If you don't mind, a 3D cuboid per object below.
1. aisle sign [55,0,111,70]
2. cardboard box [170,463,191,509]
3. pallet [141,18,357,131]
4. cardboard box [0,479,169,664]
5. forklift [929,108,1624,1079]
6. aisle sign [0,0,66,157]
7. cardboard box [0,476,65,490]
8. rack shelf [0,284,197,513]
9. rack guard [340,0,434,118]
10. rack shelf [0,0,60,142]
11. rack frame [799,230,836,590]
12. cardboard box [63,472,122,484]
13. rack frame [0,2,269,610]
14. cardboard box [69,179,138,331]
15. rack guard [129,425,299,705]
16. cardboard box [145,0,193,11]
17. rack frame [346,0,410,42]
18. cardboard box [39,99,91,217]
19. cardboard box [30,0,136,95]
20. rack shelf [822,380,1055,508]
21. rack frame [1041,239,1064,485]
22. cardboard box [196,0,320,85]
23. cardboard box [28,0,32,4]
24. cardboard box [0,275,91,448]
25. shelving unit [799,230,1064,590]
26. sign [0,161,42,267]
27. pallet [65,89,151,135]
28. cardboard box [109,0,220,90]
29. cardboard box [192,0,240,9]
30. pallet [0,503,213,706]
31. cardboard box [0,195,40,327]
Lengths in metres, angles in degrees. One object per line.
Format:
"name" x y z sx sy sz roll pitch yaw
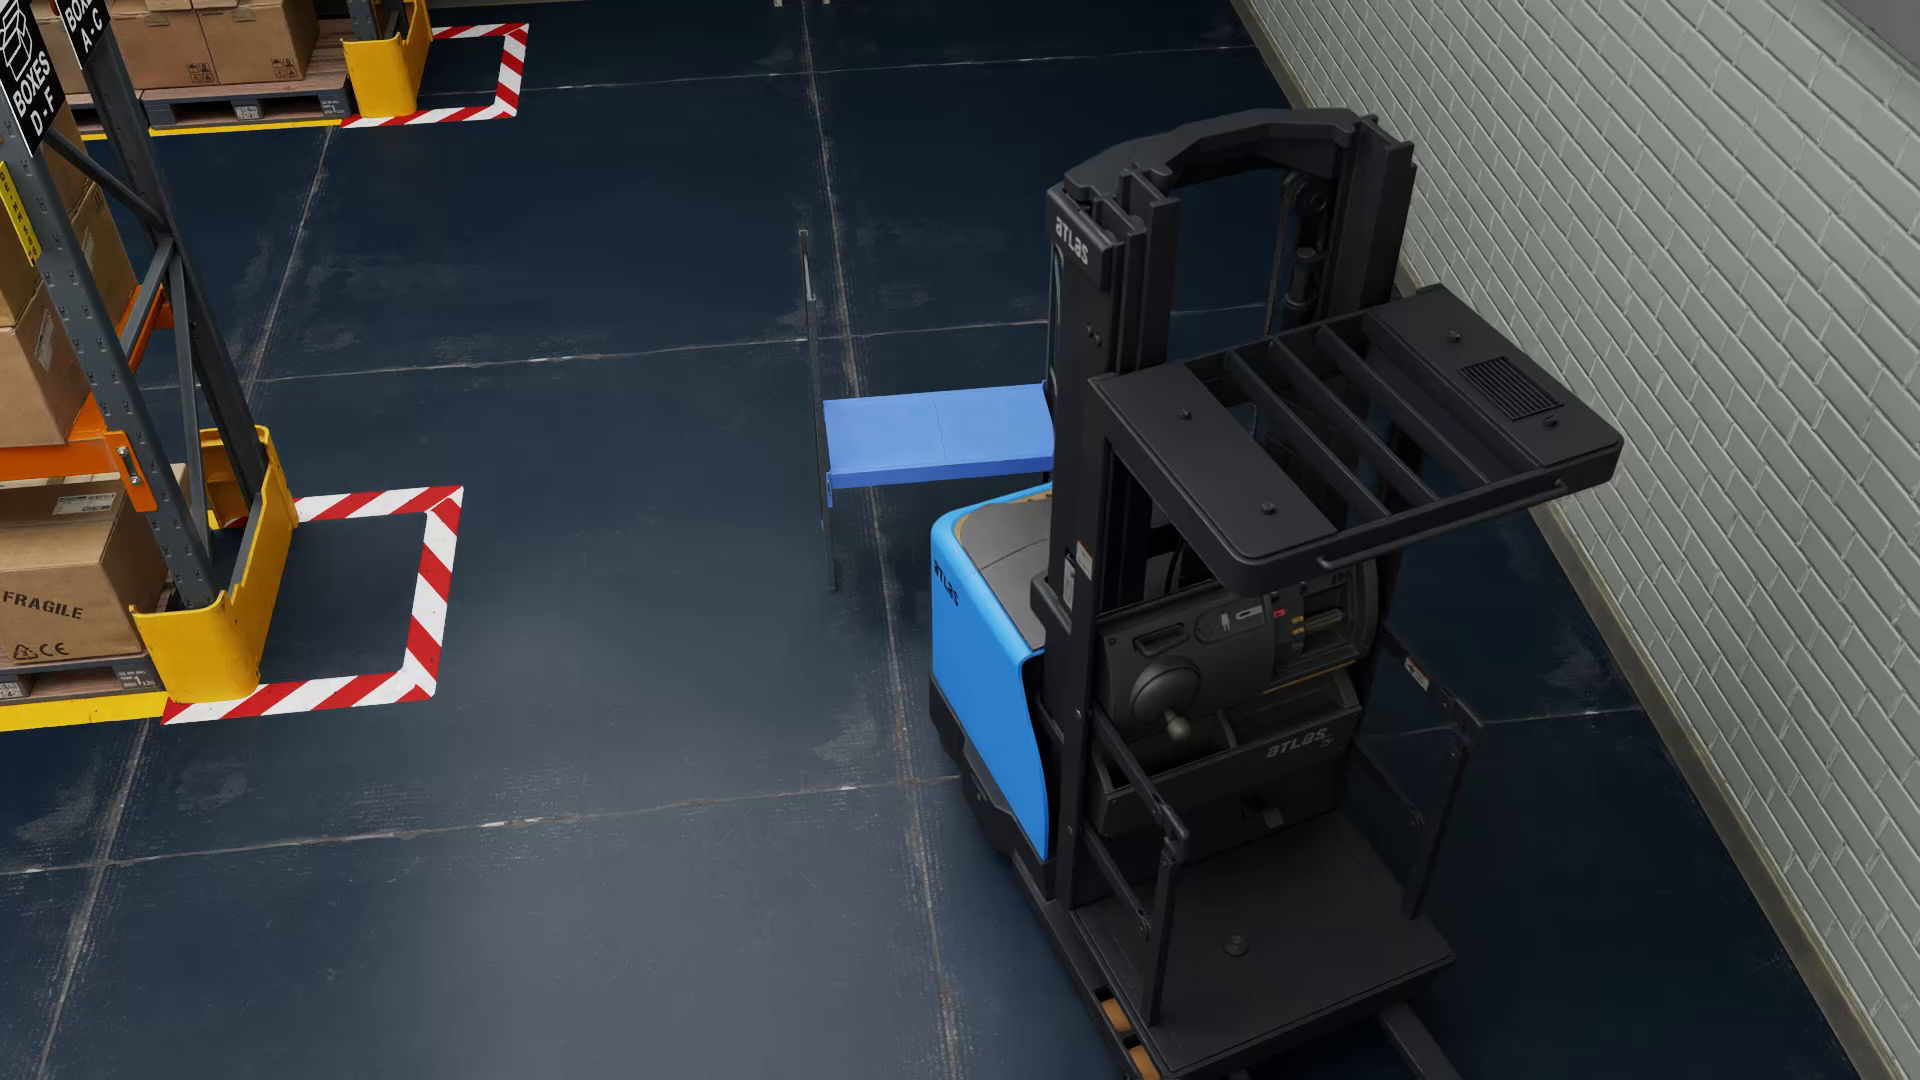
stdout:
"aisle sign" -3.006 -2.019 5.523 0.004 0.787 0.394 -5 42 -6
"cardboard box" -3.495 -0.150 7.192 0.250 0.149 0.380 -5 42 -6
"pallet" -4.464 -2.986 10.618 1.213 0.211 1.003 -5 42 -6
"cardboard box" -3.543 0.123 6.628 0.500 0.500 0.500 -5 42 -6
"forklift" 0.939 0.395 4.839 1.130 2.935 3.031 -17 45 -18
"aisle sign" -2.928 -1.621 5.082 0.004 0.787 0.394 -5 42 -6
"cardboard box" -4.107 -0.093 7.053 0.500 0.250 0.500 -5 42 -6
"rack shelf" -5.019 -0.412 6.220 4.000 0.370 1.077 -5 42 -6
"rack guard" -3.658 -3.217 10.658 0.348 0.500 1.175 -5 42 -6
"rack shelf" -5.019 -1.526 5.215 4.000 0.370 1.077 -5 42 -6
"rack frame" -0.589 -0.505 6.906 0.032 1.500 0.500 -5 42 -6
"cardboard box" -3.743 -0.135 7.162 0.250 0.166 0.380 -5 42 -6
"rack frame" -3.036 -0.853 6.171 0.127 3.000 1.000 -5 42 -6
"cardboard box" -3.510 -1.027 6.289 0.500 0.500 0.500 -4 42 -5
"rack guard" -3.111 0.082 7.001 0.348 0.500 1.175 -5 42 -6
"cardboard box" -4.720 -3.329 9.985 0.250 0.149 0.380 -4 42 -4
"rack frame" -3.681 -4.143 9.818 0.127 3.000 1.000 -5 42 -6
"cardboard box" -3.510 -1.398 5.954 0.500 0.500 0.500 -4 42 -4
"cardboard box" -5.357 -3.156 10.277 0.500 0.500 0.700 -6 42 -7
"rack shelf" -0.085 -0.416 7.075 1.000 0.185 0.538 -5 42 -6
"rack frame" 0.419 -0.594 7.004 0.032 1.500 0.500 -5 42 -6
"cardboard box" -4.363 -3.243 10.374 0.500 0.500 0.700 -5 42 -6
"cardboard box" -5.885 -3.104 10.220 0.500 0.500 0.700 -4 42 -5
"cardboard box" -3.444 -0.671 5.894 0.500 0.500 0.500 -4 42 -4
"shelving unit" -0.085 -0.550 6.955 1.048 1.500 0.538 -5 42 -6
"sign" -2.983 -1.030 5.267 0.005 0.325 0.100 -5 42 -6
"pallet" -5.671 -2.882 10.503 1.213 0.211 1.003 -5 42 -6
"cardboard box" -4.859 -3.200 10.326 0.500 0.500 0.700 -5 42 -6
"cardboard box" -4.466 -3.352 10.010 0.250 0.149 0.380 -5 42 -6
"pallet" -3.901 0.259 7.021 1.213 0.211 1.003 -5 42 -6
"cardboard box" -3.441 -1.040 5.558 0.500 0.500 0.500 -5 42 -6
